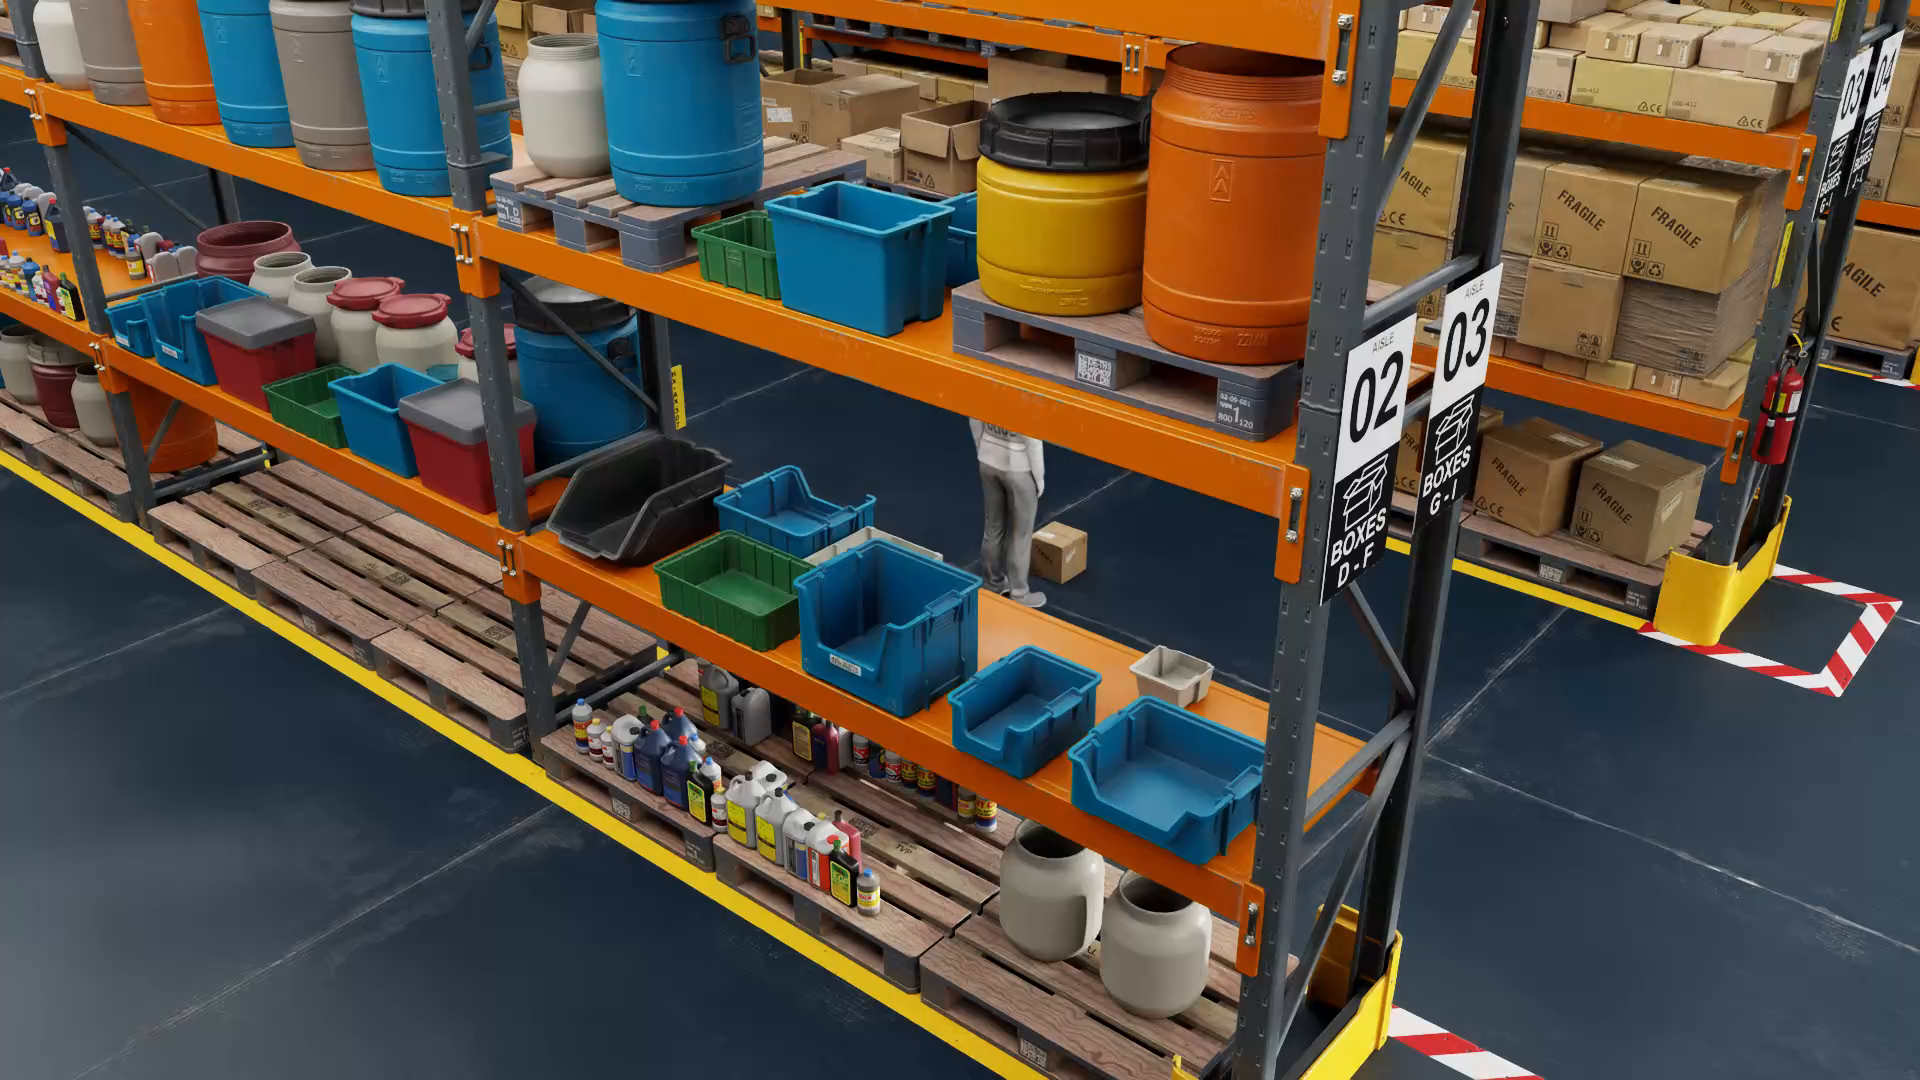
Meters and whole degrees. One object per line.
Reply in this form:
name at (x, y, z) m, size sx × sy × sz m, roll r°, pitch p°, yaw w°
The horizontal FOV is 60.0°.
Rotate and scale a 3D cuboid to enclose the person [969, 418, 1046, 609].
person at (0.269, -0.402, 9.353) m, size 0.492 × 1.705 × 0.363 m, roll 22°, pitch 34°, yaw 35°
